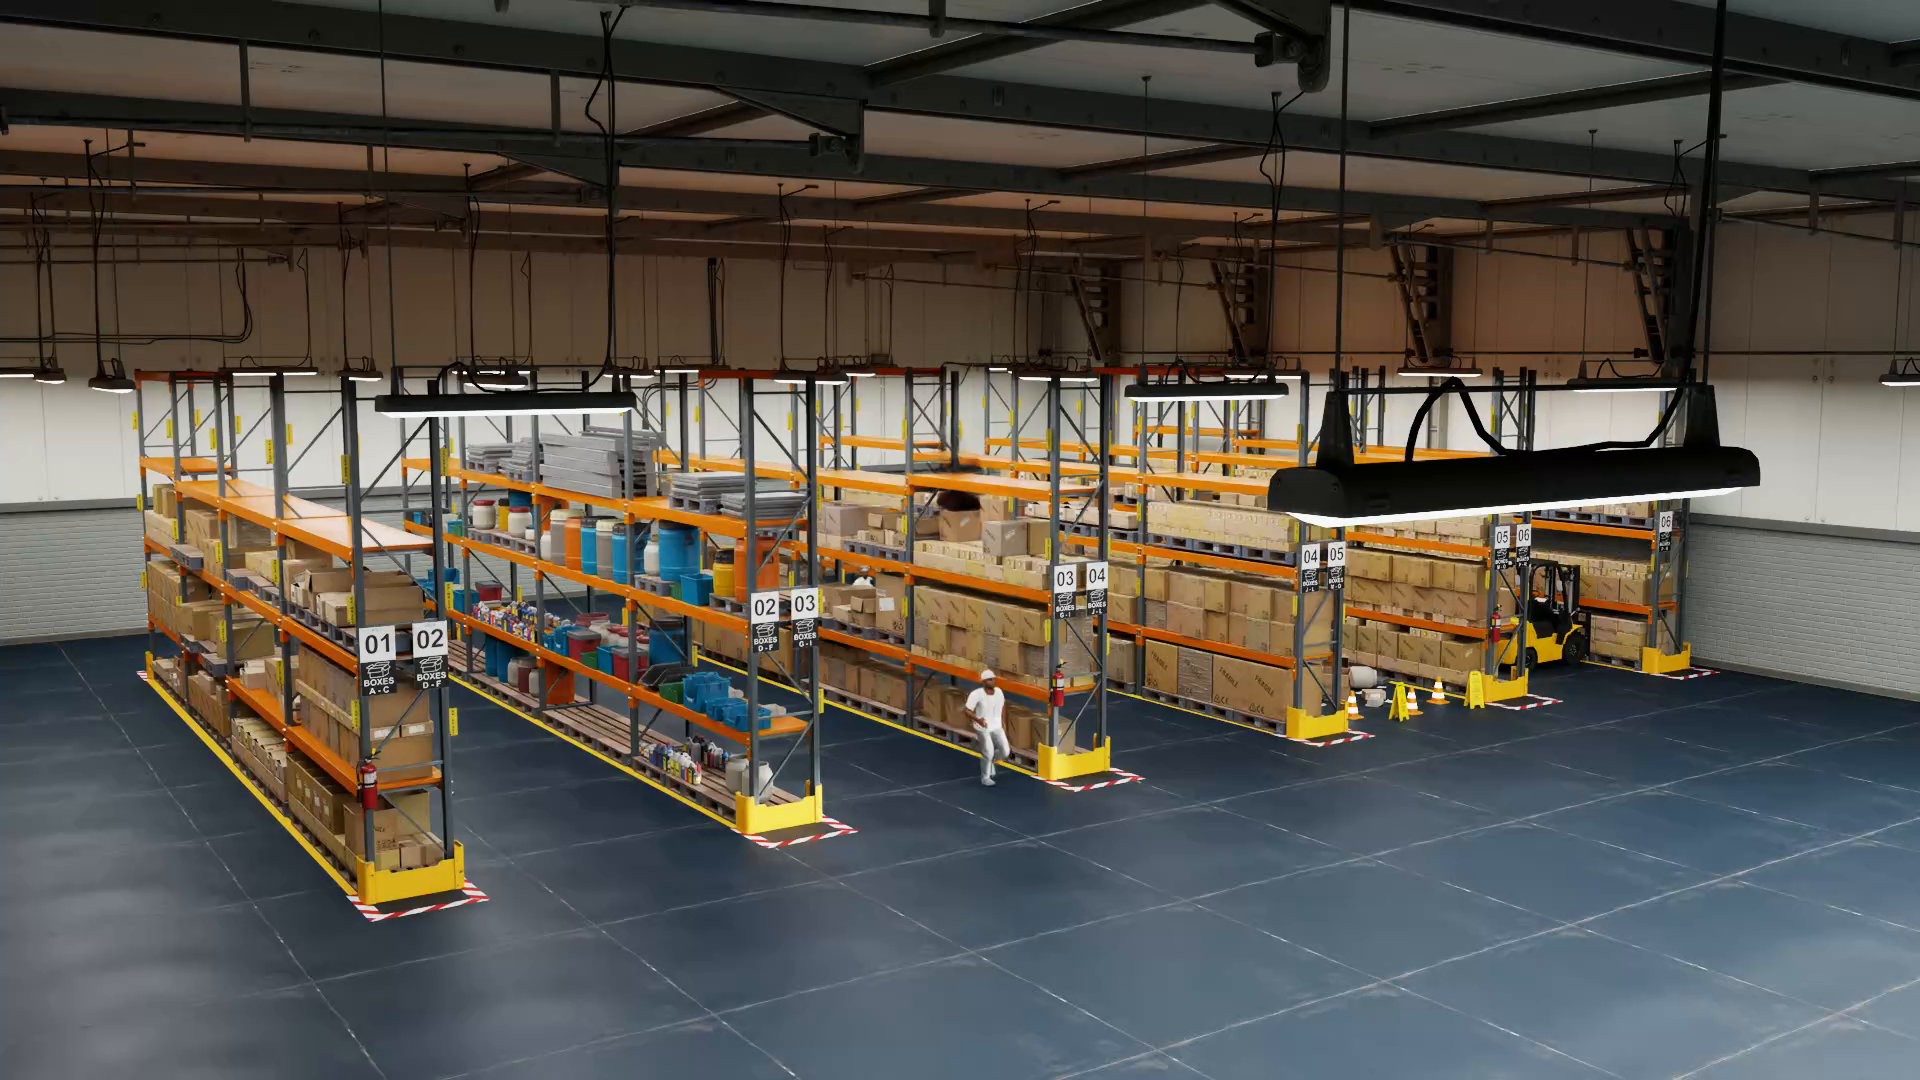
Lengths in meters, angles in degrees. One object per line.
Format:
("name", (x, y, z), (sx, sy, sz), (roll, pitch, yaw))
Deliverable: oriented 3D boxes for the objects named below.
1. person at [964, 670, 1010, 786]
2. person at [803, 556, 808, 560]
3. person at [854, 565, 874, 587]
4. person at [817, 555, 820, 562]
("person", (0.423, 2.751, 24.300), (0.733, 1.724, 0.565), (-4, 8, -32))
("person", (-3.612, 1.154, 38.679), (0.548, 1.593, 0.839), (-4, 8, -31))
("person", (-2.080, 1.409, 36.240), (0.582, 1.747, 0.832), (-3, 7, -26))
("person", (-3.627, 0.840, 41.488), (0.544, 1.633, 0.563), (5, 8, 40))
